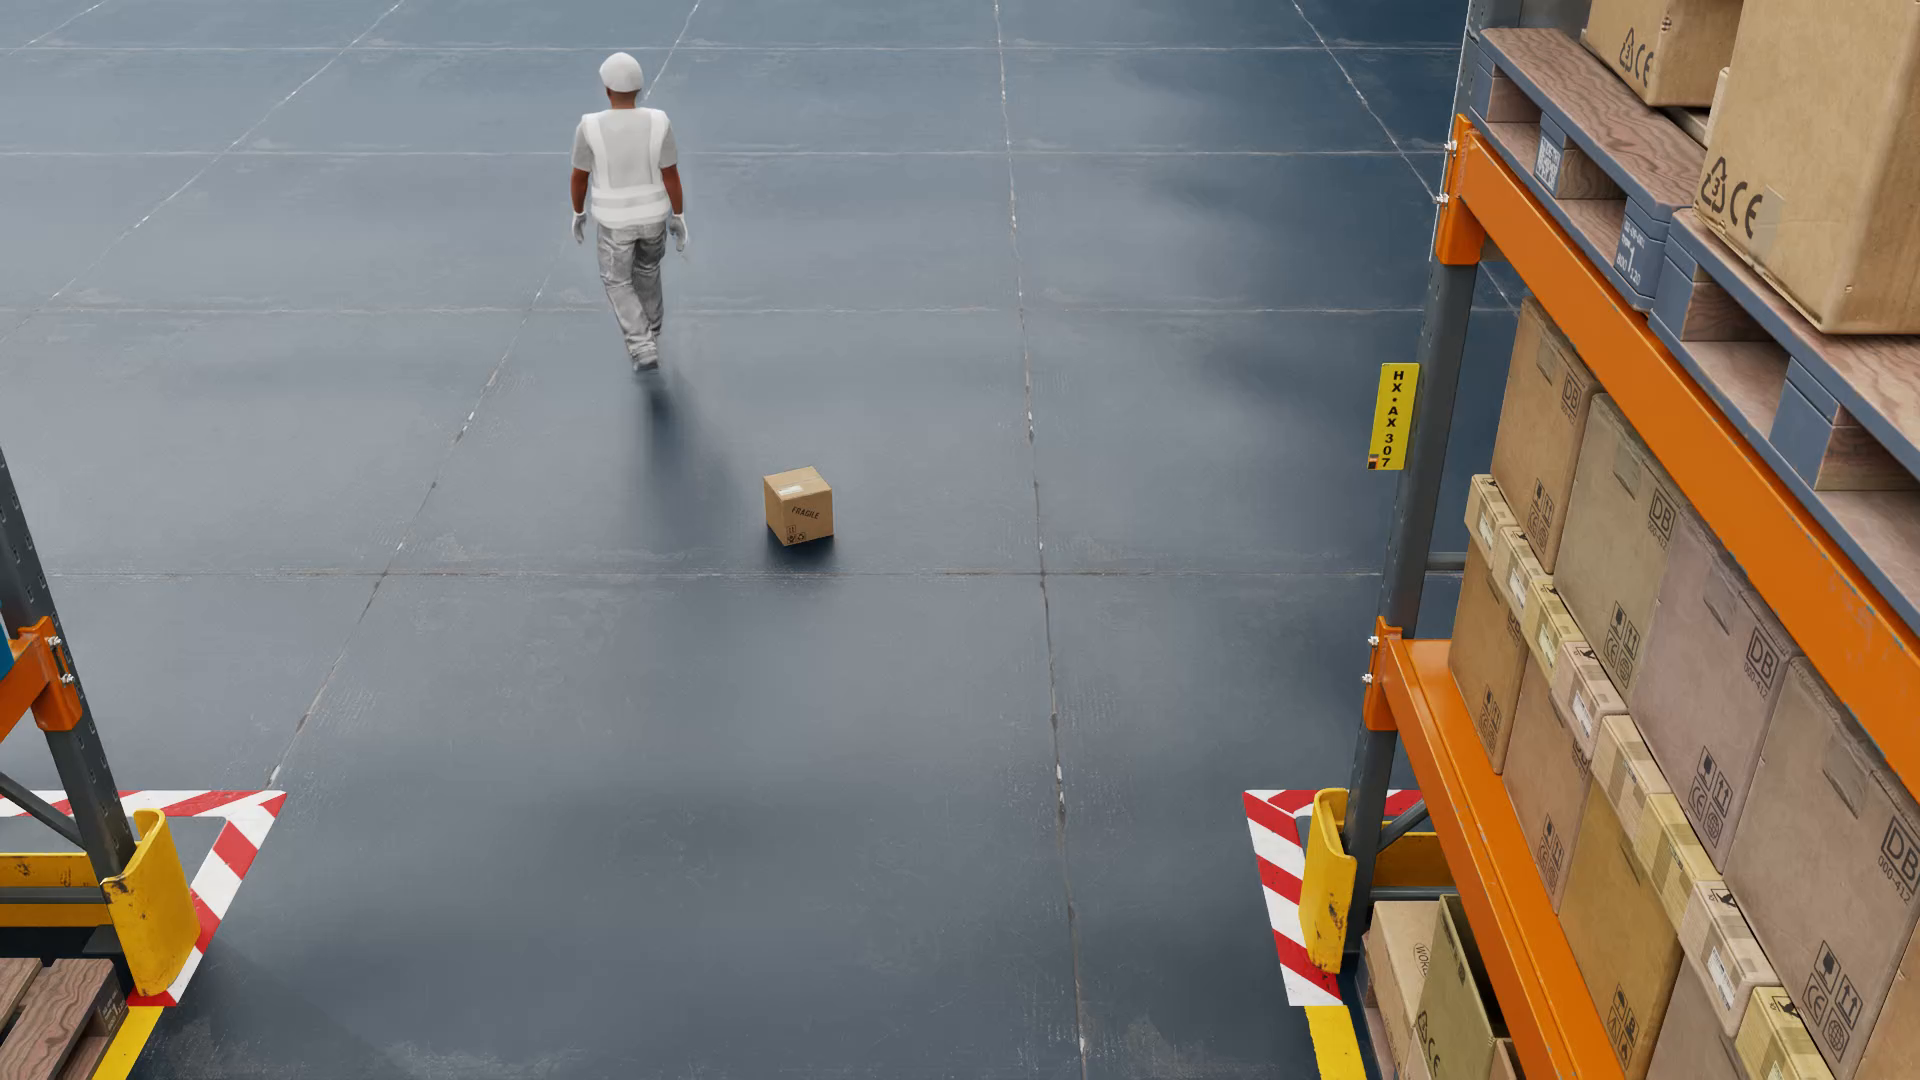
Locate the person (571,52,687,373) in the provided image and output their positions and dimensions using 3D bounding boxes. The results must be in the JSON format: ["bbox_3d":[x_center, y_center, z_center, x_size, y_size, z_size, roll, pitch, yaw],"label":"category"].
[{"bbox_3d":[-1.791,-1.748,8.990,0.585,1.755,0.942,-12,33,-19],"label":"person"}]
